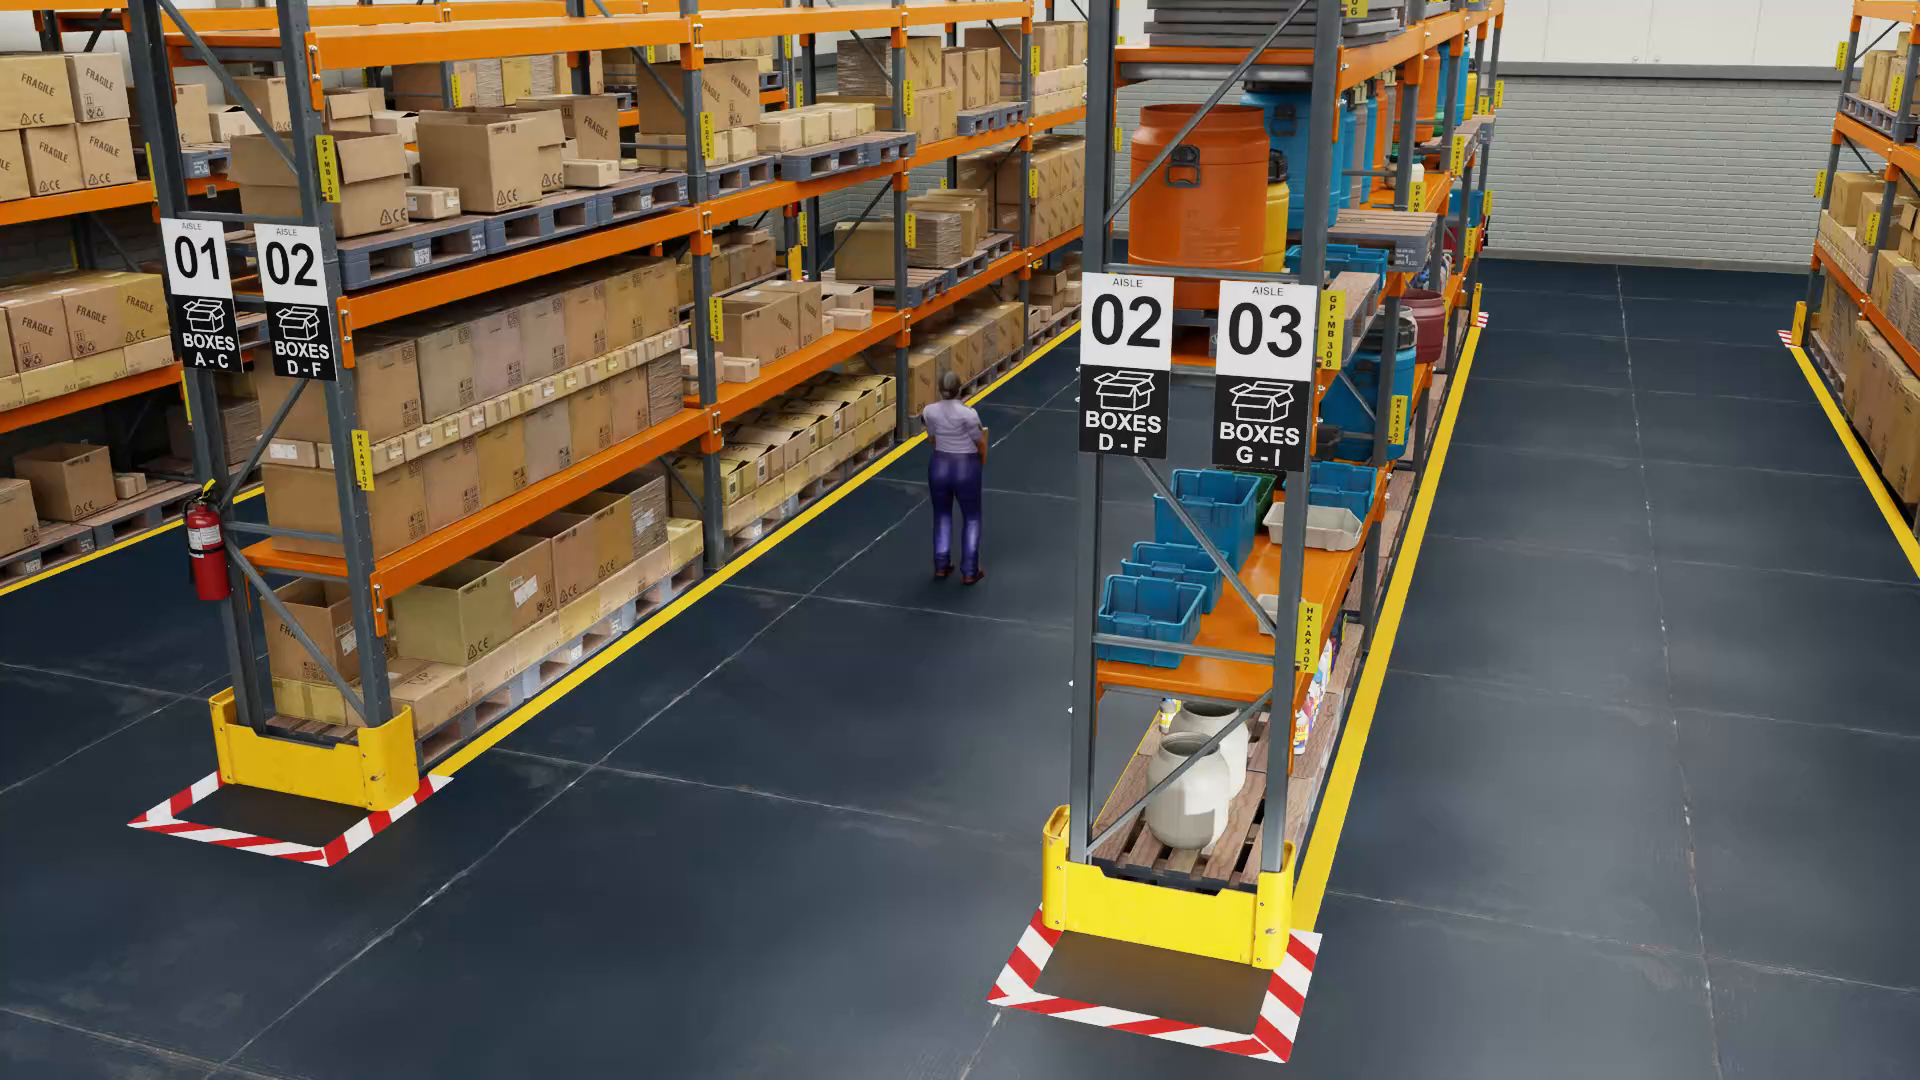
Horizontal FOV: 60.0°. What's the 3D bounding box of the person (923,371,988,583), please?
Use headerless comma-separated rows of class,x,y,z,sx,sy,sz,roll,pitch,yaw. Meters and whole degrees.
person,-0.015,-0.509,12.600,0.453,1.636,0.524,7,20,19
